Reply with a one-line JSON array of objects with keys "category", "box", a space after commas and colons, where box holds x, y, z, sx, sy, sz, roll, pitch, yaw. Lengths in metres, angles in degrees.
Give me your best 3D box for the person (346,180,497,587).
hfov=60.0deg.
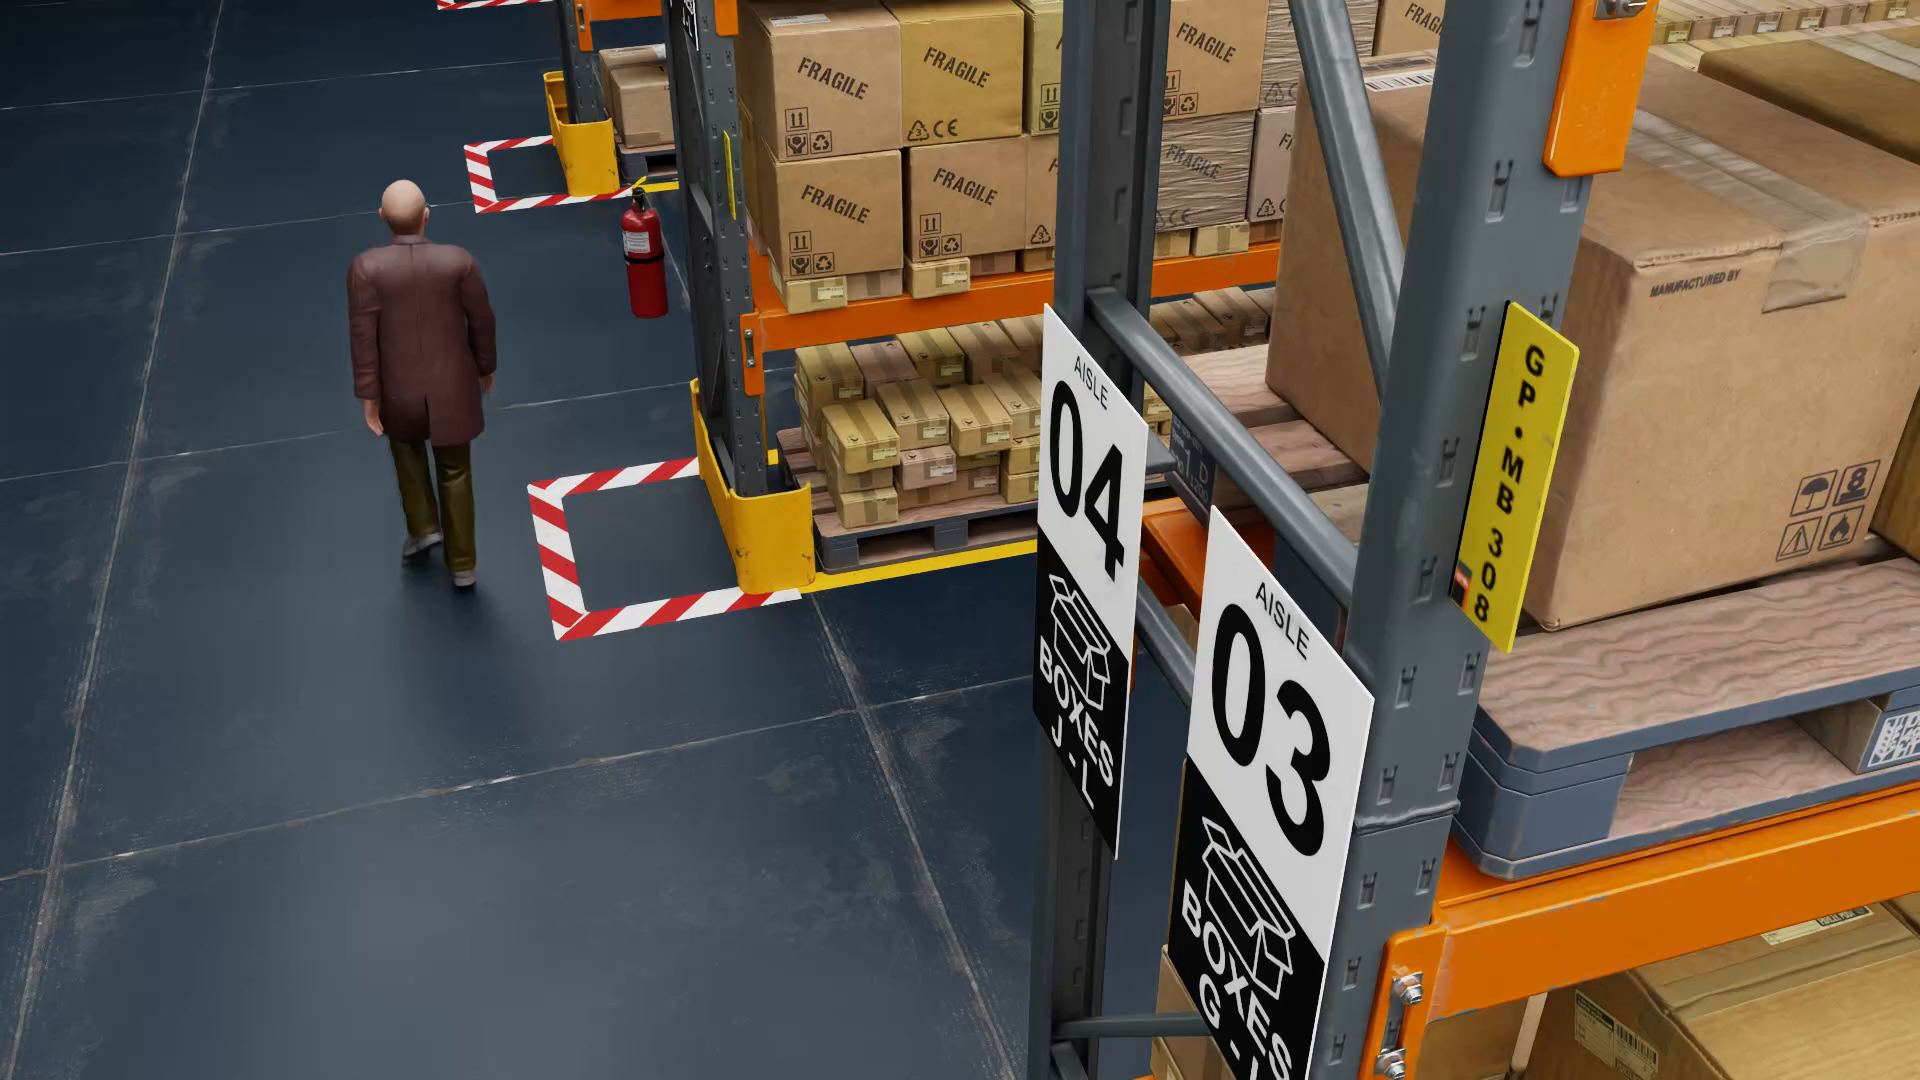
[{"category": "person", "box": [-2.255, -0.632, 7.117, 0.611, 1.831, 0.555, -9, 34, -13]}]
